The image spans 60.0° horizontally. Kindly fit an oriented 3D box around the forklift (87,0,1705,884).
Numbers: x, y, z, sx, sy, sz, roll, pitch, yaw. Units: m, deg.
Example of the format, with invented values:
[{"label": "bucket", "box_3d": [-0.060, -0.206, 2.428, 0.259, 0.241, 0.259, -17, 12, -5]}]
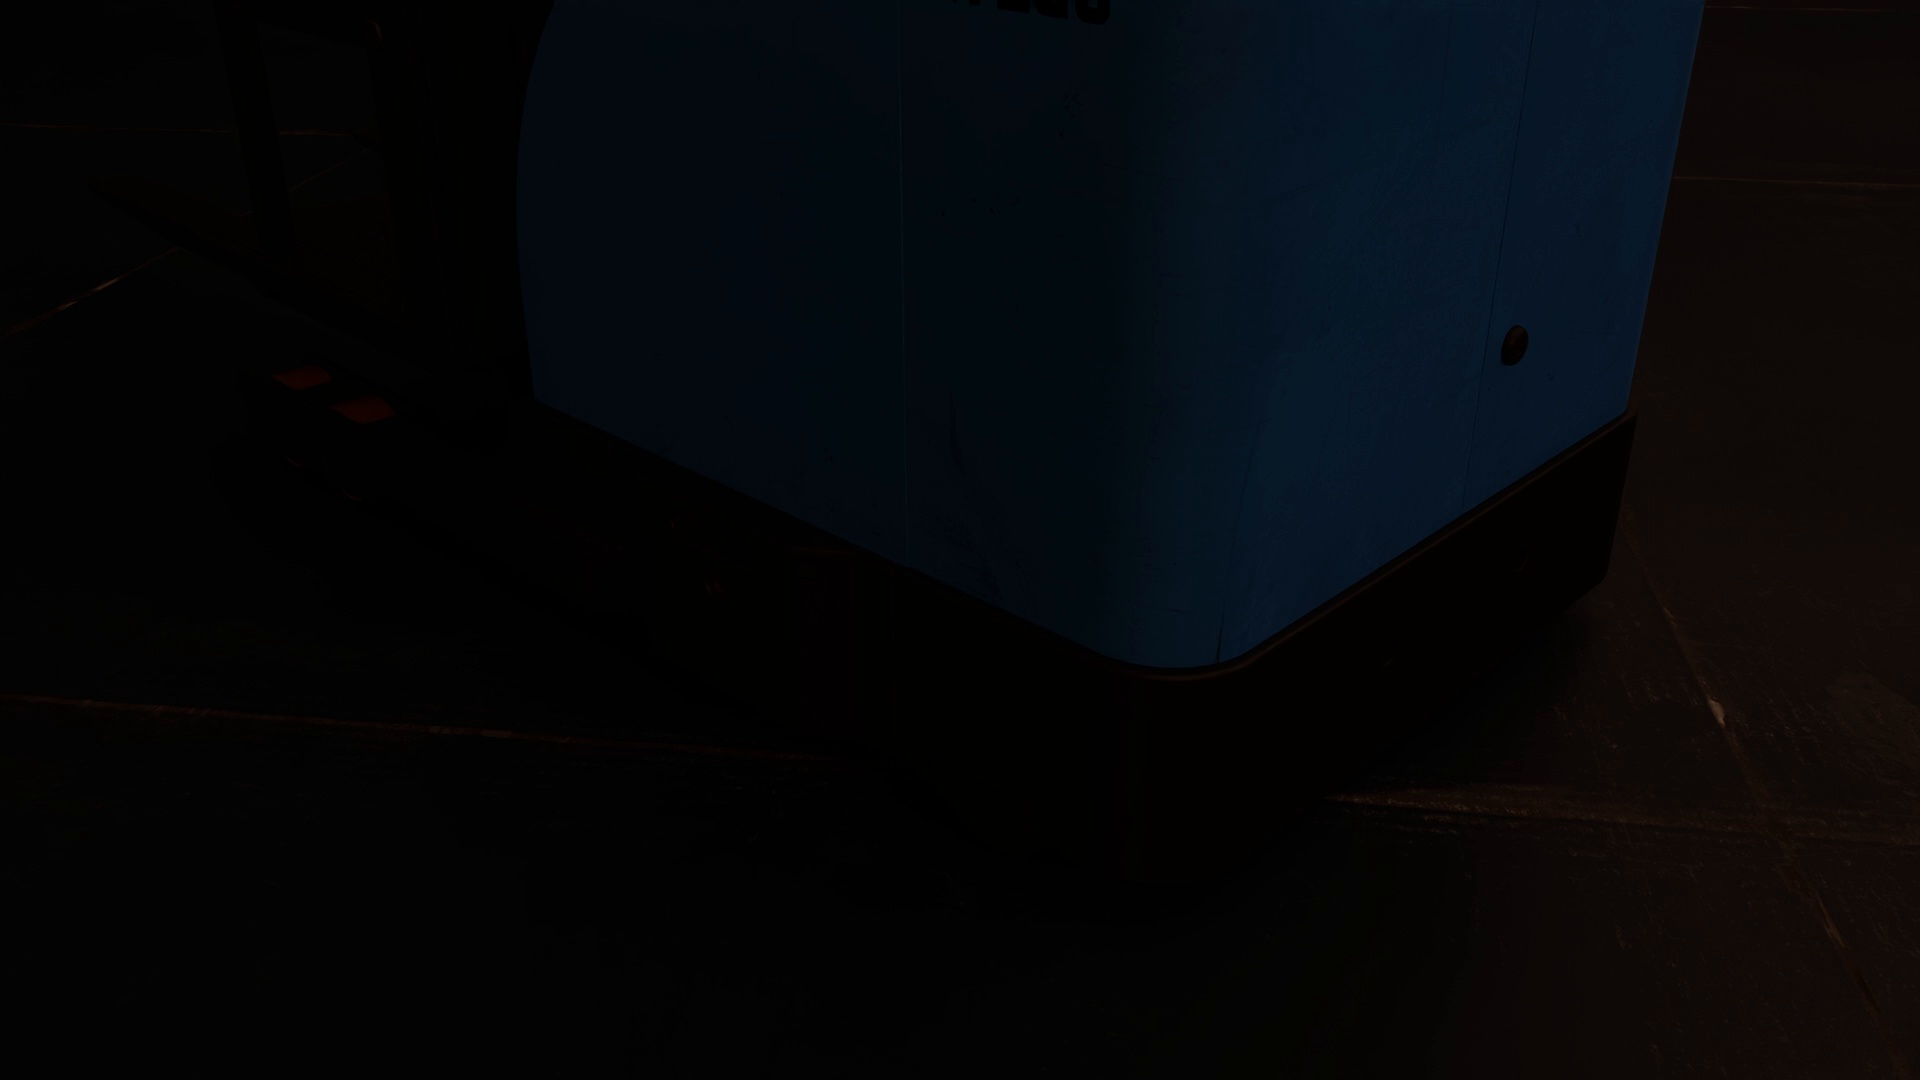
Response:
[{"label": "forklift", "box_3d": [-0.531, -1.520, 2.264, 3.031, 2.935, 1.130, 23, 35, 38]}]
